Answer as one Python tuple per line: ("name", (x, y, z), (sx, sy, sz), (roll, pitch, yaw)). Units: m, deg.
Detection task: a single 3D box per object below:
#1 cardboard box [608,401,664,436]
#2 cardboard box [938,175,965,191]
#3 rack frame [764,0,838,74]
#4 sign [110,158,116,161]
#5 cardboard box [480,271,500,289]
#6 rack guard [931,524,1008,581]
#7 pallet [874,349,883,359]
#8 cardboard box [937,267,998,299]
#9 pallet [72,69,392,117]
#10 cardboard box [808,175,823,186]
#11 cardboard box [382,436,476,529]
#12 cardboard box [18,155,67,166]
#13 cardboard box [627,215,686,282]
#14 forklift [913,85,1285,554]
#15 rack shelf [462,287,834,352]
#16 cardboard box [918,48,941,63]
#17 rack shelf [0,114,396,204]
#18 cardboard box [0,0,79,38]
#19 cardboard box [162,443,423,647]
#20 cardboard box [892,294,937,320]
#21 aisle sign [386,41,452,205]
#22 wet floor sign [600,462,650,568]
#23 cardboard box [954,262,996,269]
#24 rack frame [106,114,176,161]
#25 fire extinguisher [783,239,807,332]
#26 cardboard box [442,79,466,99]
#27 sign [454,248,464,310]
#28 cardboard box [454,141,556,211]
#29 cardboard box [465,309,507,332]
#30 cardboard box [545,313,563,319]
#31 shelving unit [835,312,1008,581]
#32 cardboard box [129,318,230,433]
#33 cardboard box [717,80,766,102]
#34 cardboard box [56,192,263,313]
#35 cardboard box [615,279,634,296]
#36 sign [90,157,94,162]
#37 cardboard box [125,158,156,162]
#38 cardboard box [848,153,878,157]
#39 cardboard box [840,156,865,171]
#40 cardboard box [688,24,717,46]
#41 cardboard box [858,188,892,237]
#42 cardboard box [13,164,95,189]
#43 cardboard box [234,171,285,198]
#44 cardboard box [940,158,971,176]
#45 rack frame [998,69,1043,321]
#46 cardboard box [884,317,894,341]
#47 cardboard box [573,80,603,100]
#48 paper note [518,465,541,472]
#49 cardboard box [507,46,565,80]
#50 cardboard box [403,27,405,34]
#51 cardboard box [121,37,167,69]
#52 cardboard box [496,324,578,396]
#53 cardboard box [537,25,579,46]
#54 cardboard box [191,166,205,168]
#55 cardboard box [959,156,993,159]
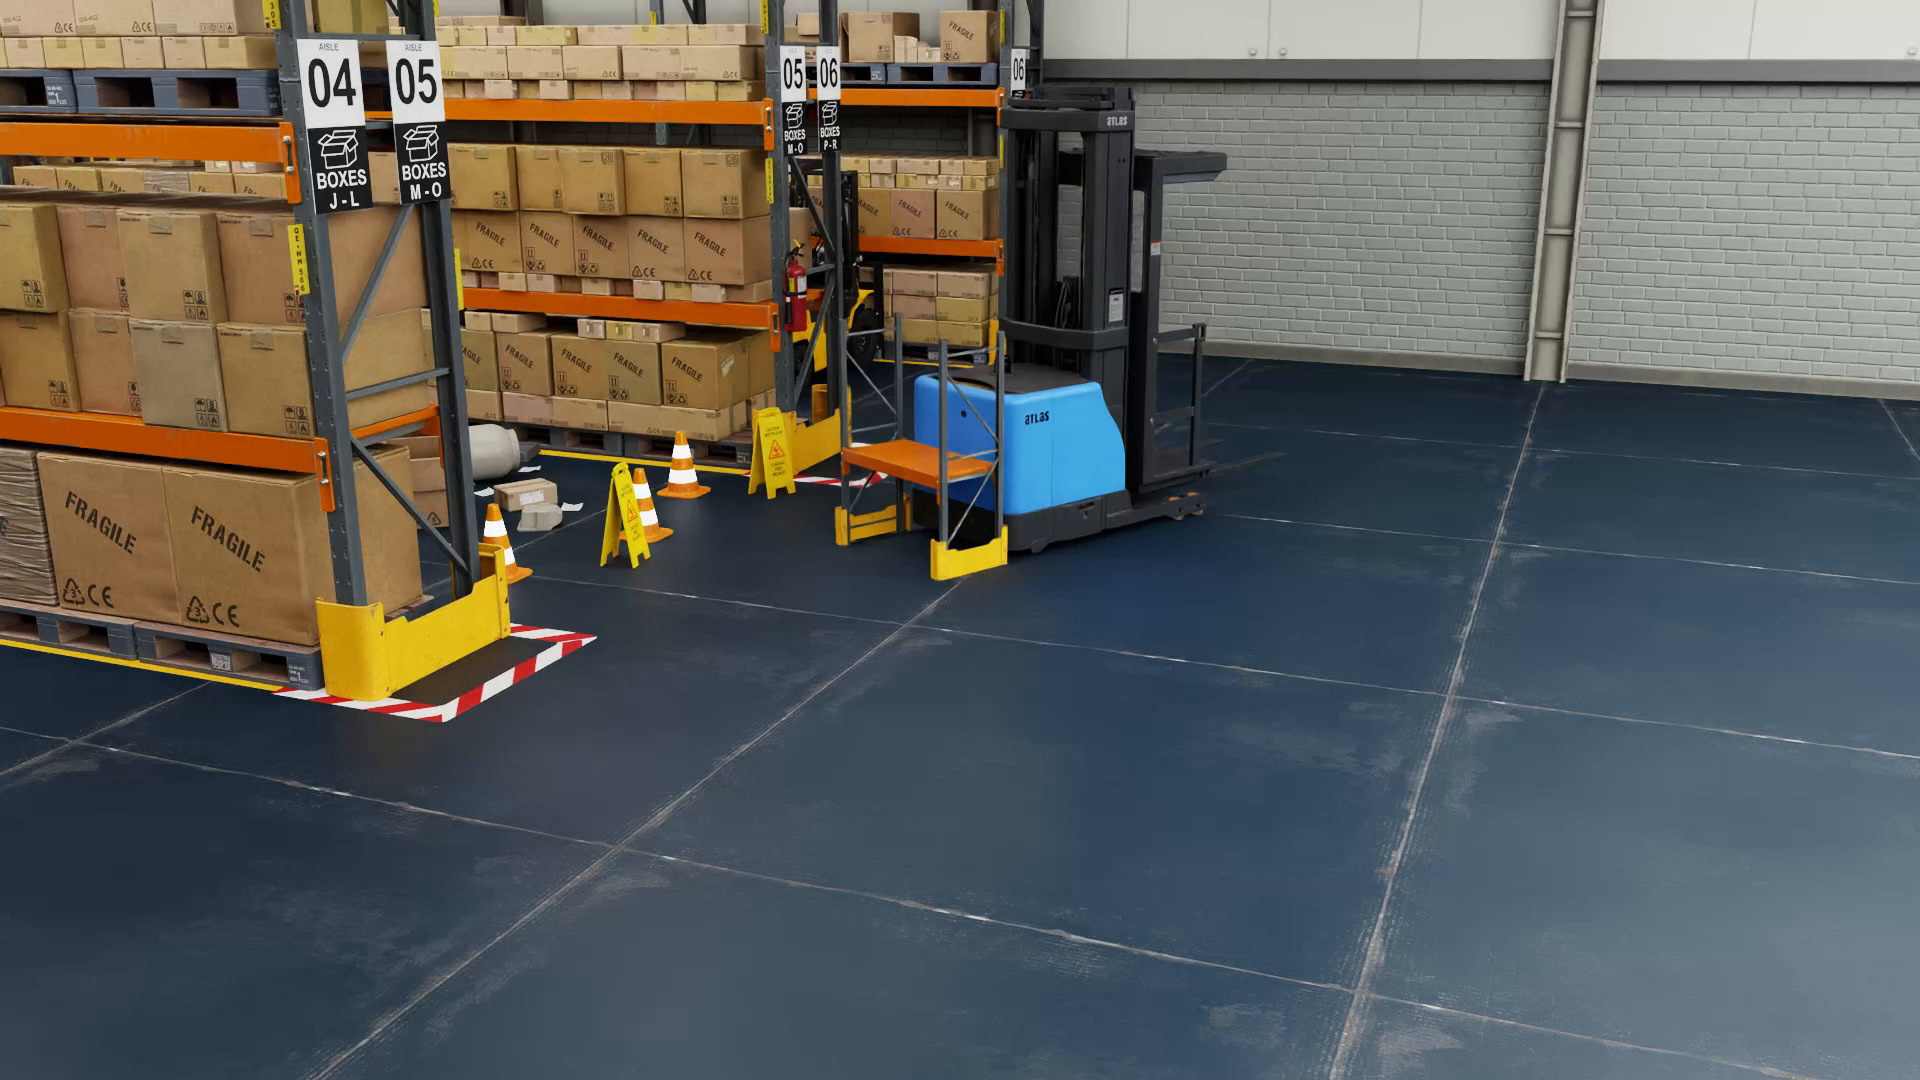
("cardboard box", (-2.513, -1.035, 13.538), (0.500, 0.250, 0.500), (6, 17, 21))
("cardboard box", (-0.040, -3.715, 17.246), (0.250, 0.149, 0.380), (7, 17, 22))
("rack frame", (-1.184, -4.967, 12.143), (0.127, 3.000, 1.000), (6, 17, 21))
("sign", (-10.721, -4.876, 21.035), (0.005, 0.325, 0.100), (6, 17, 21))
("cardboard box", (-3.740, -2.174, 13.733), (0.250, 0.149, 0.380), (6, 17, 20))
("rack guard", (0.060, 0.075, 10.468), (0.587, 0.250, 0.087), (-13, 21, -38))
("pallet", (-1.224, -2.227, 18.467), (1.213, 0.211, 1.003), (6, 17, 21))
("cardboard box", (0.091, -2.701, 17.484), (0.500, 0.250, 0.500), (7, 18, 22))
("pallet", (-3.600, -2.263, 8.368), (1.213, 0.211, 1.003), (6, 17, 21))
("cardboard box", (-1.456, -3.878, 17.810), (0.250, 0.149, 0.380), (6, 17, 19))
("cardboard box", (-3.747, -0.410, 11.685), (0.637, 0.503, 0.797), (-5, 17, -18))
("cardboard box", (-8.995, -3.547, 16.037), (0.500, 0.500, 0.500), (6, 17, 19))
("cardboard box", (-2.254, -2.313, 13.050), (0.500, 0.500, 0.500), (6, 17, 21))
("forklift", (1.118, -1.642, 11.571), (3.031, 2.935, 1.130), (-14, 21, -39))
("rack shelf", (-3.044, -1.945, 13.784), (4.000, 0.370, 1.077), (6, 17, 21))
("cardboard box", (-0.248, -4.949, 16.980), (0.250, 0.149, 0.380), (6, 17, 19))
("rack shelf", (-4.766, -2.092, 8.908), (4.000, 0.370, 1.077), (6, 17, 21))
("cardboard box", (-4.395, -2.634, 8.288), (0.500, 0.250, 0.500), (6, 17, 20))
("cardboard box", (-3.561, -0.026, 8.939), (0.875, 0.875, 0.875), (6, 17, 21))
("cardboard box", (-0.396, -2.518, 17.749), (0.500, 0.250, 0.500), (6, 17, 20))
("aisle sign", (-2.730, -2.111, 8.402), (0.004, 0.787, 0.394), (6, 17, 21))
("wet floor sign", (-2.153, -0.172, 10.608), (0.232, 0.644, 0.267), (3, 17, 11))
("cardboard box", (0.256, -2.833, 17.939), (0.500, 0.250, 0.500), (6, 17, 20))
("rack frame", (-10.529, -4.601, 21.643), (0.127, 3.000, 1.000), (6, 17, 21))
("fire extinguisher", (-1.246, -1.918, 12.538), (0.183, 0.674, 0.296), (6, 17, 21))
("cardboard box", (-3.992, -3.646, 13.422), (0.250, 0.149, 0.380), (7, 18, 22))
("sign", (-2.697, -1.389, 8.884), (0.005, 0.325, 0.100), (6, 17, 21))
("cardboard box", (-3.651, -2.949, 13.445), (0.500, 0.500, 0.700), (6, 17, 19))
("cardboard box", (-3.882, -1.837, 13.792), (0.250, 0.149, 0.380), (7, 18, 23))
("cardboard box", (-3.782, -1.694, 14.463), (0.500, 0.500, 0.500), (7, 17, 22))
("shelving unit", (-0.262, -0.631, 10.659), (0.587, 1.500, 1.083), (-13, 21, -38))
("cardboard box", (-3.787, -0.941, 8.765), (0.550, 0.550, 0.875), (6, 17, 21))
("cardboard box", (-1.618, -3.370, 12.472), (0.250, 0.149, 0.380), (6, 17, 21))
("cardboard box", (-4.254, -1.555, 8.946), (0.550, 0.550, 0.875), (6, 17, 21))
("cardboard box", (-2.554, -2.058, 13.334), (0.250, 0.149, 0.380), (7, 17, 21))
("sign", (-8.435, -3.564, 16.136), (0.005, 0.325, 0.100), (6, 17, 21))
("cardboard box", (-10.161, -4.744, 21.201), (0.500, 0.500, 0.700), (7, 18, 22))
("cardboard box", (-1.028, -4.132, 18.149), (0.250, 0.149, 0.380), (6, 17, 21))
("cardboard box", (-1.206, -4.014, 17.742), (0.250, 0.149, 0.380), (7, 17, 21))
("cardboard box", (-1.832, -3.783, 12.466), (0.250, 0.149, 0.380), (7, 17, 22))
("cardboard box", (-0.876, -3.512, 17.711), (0.500, 0.500, 0.500), (6, 17, 20))
("cardboard box", (-8.292, -3.191, 15.319), (0.500, 0.500, 0.500), (6, 17, 19))
("cardboard box", (-5.880, -2.926, 14.406), (0.500, 0.500, 0.500), (6, 17, 21))
("cardboard box", (-0.017, -3.875, 17.266), (0.250, 0.149, 0.380), (6, 17, 21))
("rack frame", (0.634, -3.374, 17.415), (0.127, 3.000, 1.000), (6, 17, 21))
("cardboard box", (-0.840, -2.328, 17.991), (0.500, 0.250, 0.500), (6, 17, 21))
("cardboard box", (-2.799, -3.508, 12.948), (0.250, 0.149, 0.380), (6, 17, 19))
("paper note", (-3.377, -0.561, 13.053), (0.148, 0.019, 0.142), (0, 16, 1))
("cardboard box", (-3.181, -3.735, 13.013), (0.500, 0.250, 0.500), (6, 17, 21))
("cardboard box", (-4.237, -4.033, 13.325), (0.250, 0.149, 0.380), (6, 17, 19))
("cardboard box", (-3.813, -2.360, 8.060), (0.250, 0.149, 0.380), (7, 17, 21))
("cardboard box", (-3.471, -1.501, 13.798), (0.500, 0.500, 0.500), (7, 18, 24))
("cardboard box", (-3.046, -3.895, 12.851), (0.250, 0.149, 0.380), (7, 18, 22))
("cardboard box", (-6.639, -3.165, 15.230), (0.500, 0.500, 0.500), (6, 17, 18))
("cardboard box", (0.176, -4.009, 17.728), (0.250, 0.149, 0.380), (7, 18, 23))
